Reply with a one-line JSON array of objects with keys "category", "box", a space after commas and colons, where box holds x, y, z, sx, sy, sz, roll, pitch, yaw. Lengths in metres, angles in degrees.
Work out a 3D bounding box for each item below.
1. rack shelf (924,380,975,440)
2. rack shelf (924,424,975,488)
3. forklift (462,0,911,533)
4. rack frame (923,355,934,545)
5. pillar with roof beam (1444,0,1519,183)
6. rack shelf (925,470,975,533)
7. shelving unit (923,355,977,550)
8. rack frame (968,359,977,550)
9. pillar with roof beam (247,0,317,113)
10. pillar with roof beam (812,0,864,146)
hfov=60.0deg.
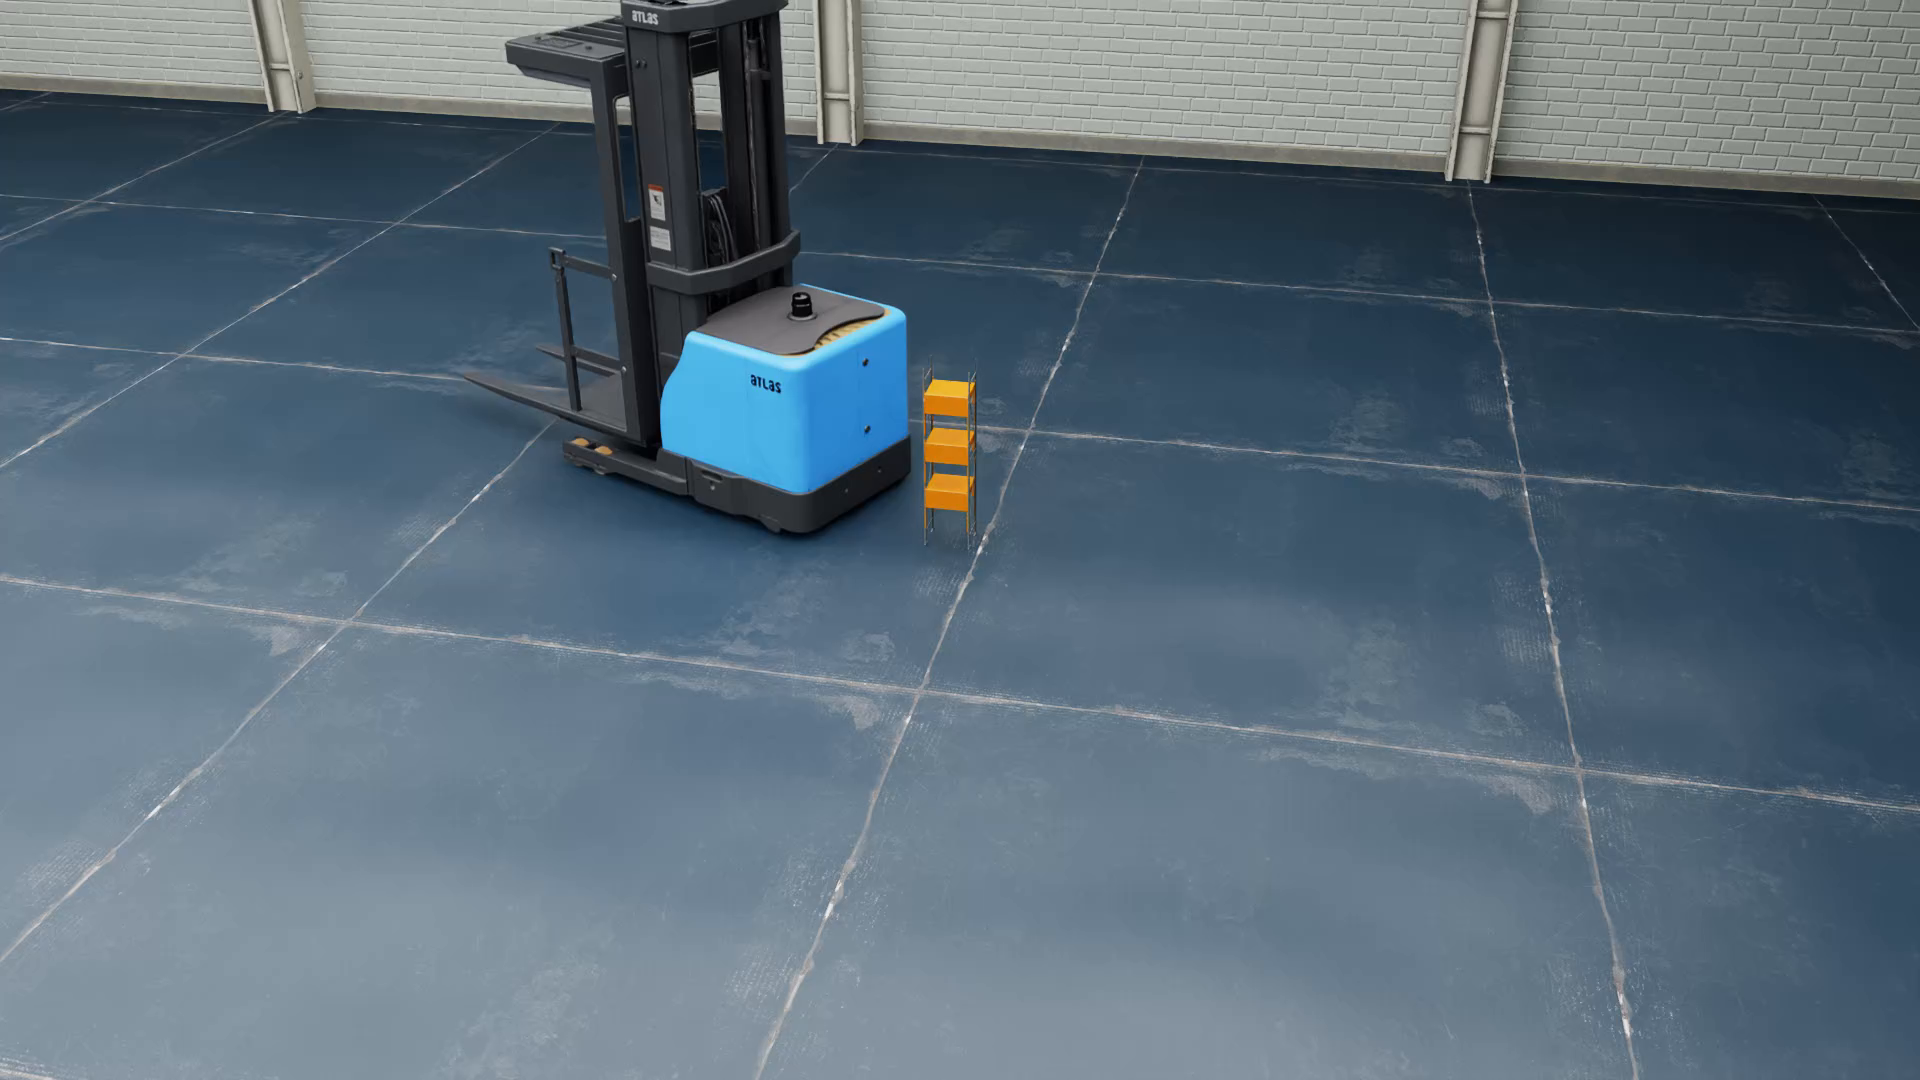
[{"category": "rack shelf", "box": [-0.052, -0.705, 8.877, 0.240, 0.259, 0.215, 6, 29, 11]}, {"category": "rack shelf", "box": [-0.052, -0.457, 9.013, 0.240, 0.259, 0.215, 6, 29, 11]}, {"category": "forklift", "box": [-1.785, -1.866, 9.606, 3.031, 2.935, 1.130, 19, 34, 30]}, {"category": "rack frame", "box": [-0.172, -0.478, 9.030, 0.008, 1.050, 0.200, 6, 29, 11]}, {"category": "pillar with roof beam", "box": [3.792, -5.282, 9.526, 0.400, 9.000, 9.100, 6, 29, 11]}, {"category": "rack shelf", "box": [-0.052, -0.213, 9.146, 0.240, 0.259, 0.215, 6, 29, 11]}, {"category": "shelving unit", "box": [-0.052, -0.466, 9.008, 0.252, 1.050, 0.215, 6, 29, 11]}, {"category": "rack frame", "box": [0.067, -0.454, 8.985, 0.008, 1.050, 0.200, 6, 29, 11]}, {"category": "pillar with roof beam", "box": [-7.944, -6.485, 11.724, 0.400, 9.000, 9.100, 6, 29, 11]}, {"category": "pillar with roof beam", "box": [-2.076, -5.883, 10.625, 0.400, 9.000, 9.100, 6, 29, 11]}]
